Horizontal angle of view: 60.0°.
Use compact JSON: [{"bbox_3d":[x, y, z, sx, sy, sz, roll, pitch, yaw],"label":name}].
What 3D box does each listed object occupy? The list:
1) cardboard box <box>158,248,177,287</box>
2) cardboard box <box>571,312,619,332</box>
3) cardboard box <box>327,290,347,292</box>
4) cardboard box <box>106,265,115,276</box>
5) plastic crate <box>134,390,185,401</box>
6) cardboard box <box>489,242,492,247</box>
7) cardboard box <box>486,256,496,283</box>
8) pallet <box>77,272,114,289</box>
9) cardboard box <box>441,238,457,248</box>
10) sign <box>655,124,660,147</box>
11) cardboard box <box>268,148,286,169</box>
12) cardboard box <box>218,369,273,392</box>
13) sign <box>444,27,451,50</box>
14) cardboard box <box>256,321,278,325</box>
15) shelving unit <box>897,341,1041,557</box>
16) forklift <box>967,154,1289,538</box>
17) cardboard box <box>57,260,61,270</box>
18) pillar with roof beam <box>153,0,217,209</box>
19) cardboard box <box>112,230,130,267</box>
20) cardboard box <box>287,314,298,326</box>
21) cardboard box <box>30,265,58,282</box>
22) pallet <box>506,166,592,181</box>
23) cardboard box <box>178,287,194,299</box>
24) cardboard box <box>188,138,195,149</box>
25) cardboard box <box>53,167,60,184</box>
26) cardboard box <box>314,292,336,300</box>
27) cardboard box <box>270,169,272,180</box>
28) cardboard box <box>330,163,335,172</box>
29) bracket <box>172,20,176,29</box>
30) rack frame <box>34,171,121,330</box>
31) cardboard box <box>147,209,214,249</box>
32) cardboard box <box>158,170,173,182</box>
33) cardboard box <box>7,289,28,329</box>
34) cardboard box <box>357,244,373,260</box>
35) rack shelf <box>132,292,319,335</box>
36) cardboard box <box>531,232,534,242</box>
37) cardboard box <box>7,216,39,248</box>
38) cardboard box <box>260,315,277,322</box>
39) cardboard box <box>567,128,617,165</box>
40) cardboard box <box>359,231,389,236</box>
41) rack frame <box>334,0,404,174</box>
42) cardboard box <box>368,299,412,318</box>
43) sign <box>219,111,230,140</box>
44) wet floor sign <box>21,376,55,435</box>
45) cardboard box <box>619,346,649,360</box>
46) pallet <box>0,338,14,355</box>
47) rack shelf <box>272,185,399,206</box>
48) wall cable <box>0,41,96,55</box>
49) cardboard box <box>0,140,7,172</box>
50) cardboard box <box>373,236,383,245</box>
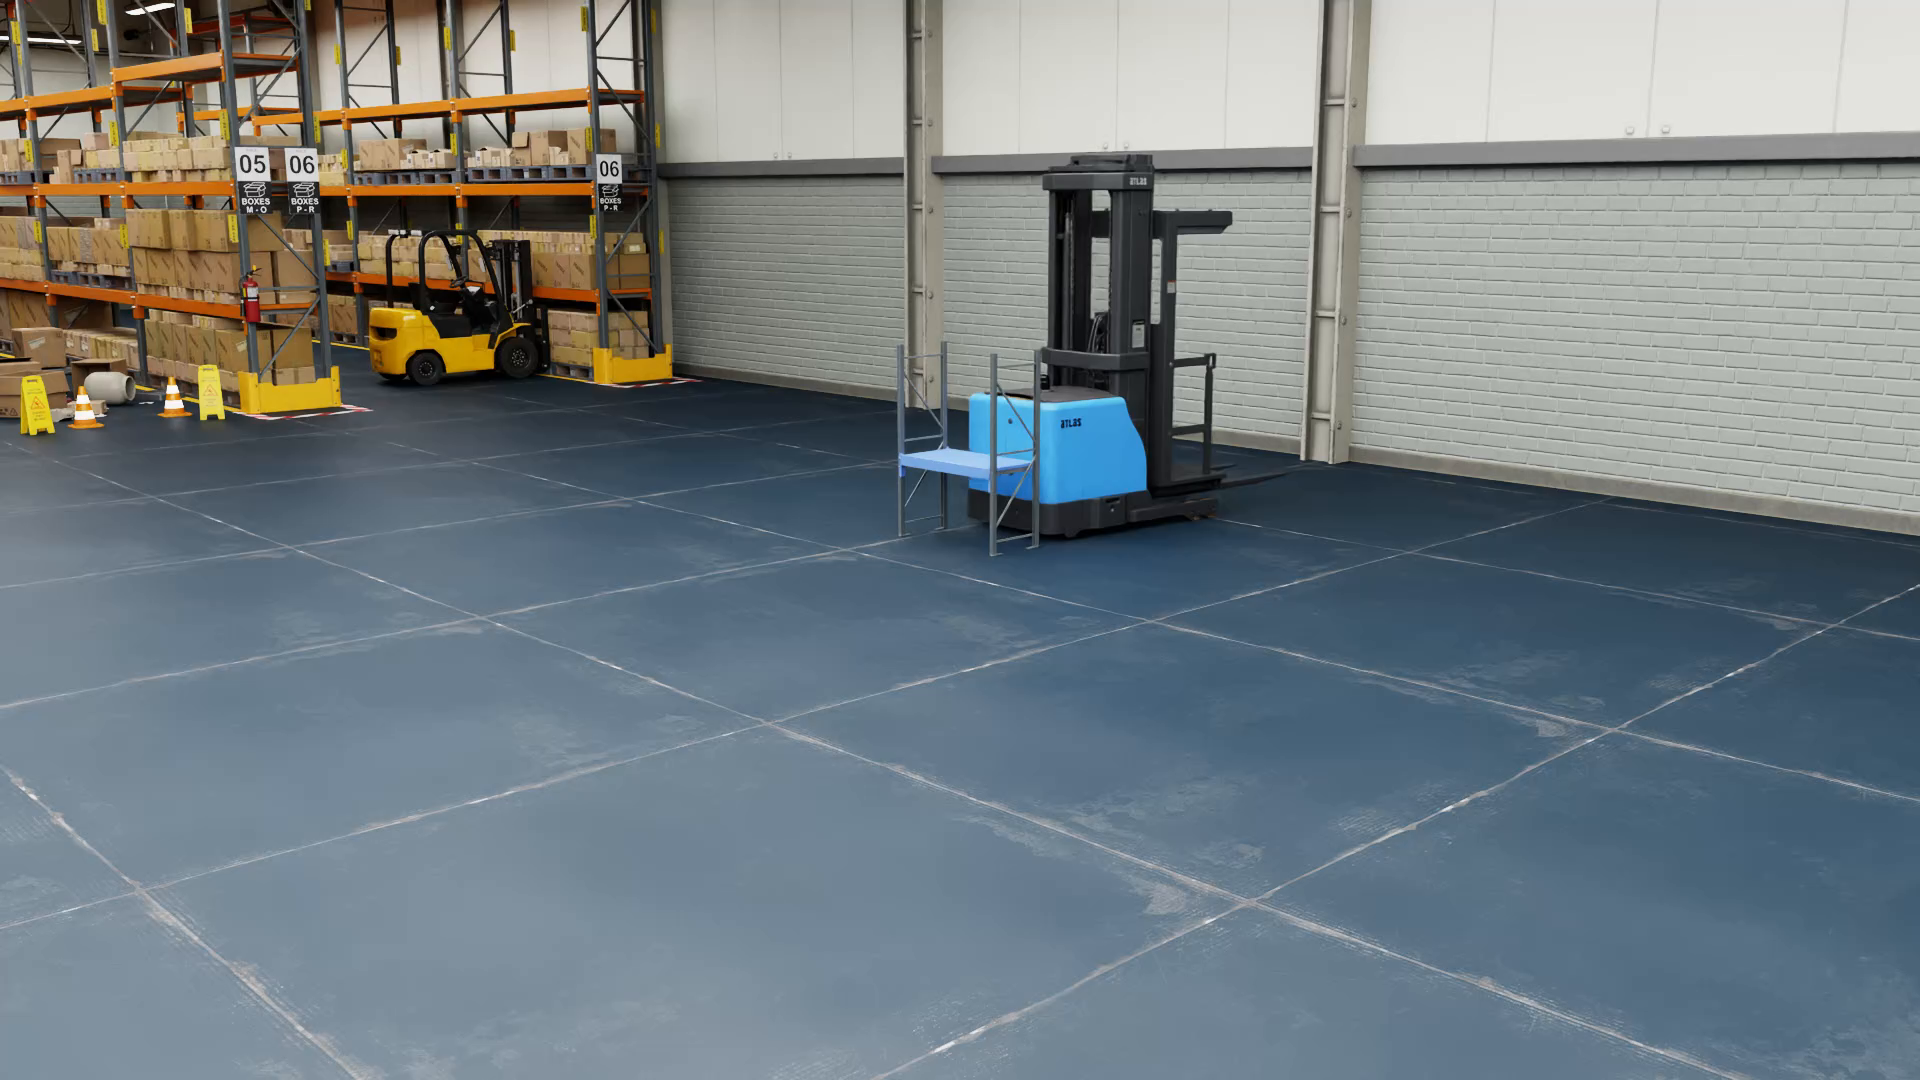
[{"bbox_3d":[-10.311,-3.640,22.158,0.500,0.500,0.500,-11,16,-43],"label":"cardboard box"},{"bbox_3d":[-5.308,-3.174,24.179,0.500,0.250,0.500,-10,15,-41],"label":"cardboard box"},{"bbox_3d":[-11.882,-4.685,31.765,0.380,0.149,0.250,-10,16,-41],"label":"cardboard box"},{"bbox_3d":[-12.043,-3.886,23.921,0.380,0.149,0.250,-11,16,-43],"label":"cardboard box"},{"bbox_3d":[-10.623,-1.920,22.031,0.583,0.080,0.402,6,13,26],"label":"plastic crate"},{"bbox_3d":[-7.117,-4.597,25.936,0.380,0.149,0.250,-11,16,-43],"label":"cardboard box"},{"bbox_3d":[-7.038,-4.259,25.904,0.500,0.500,0.500,-11,16,-42],"label":"cardboard box"},{"bbox_3d":[-12.480,-3.900,24.881,1.003,0.211,1.213,-11,16,-43],"label":"pallet"},{"bbox_3d":[-8.246,-4.849,27.159,0.380,0.149,0.250,-11,16,-43],"label":"cardboard box"},{"bbox_3d":[-4.359,-5.814,23.902,0.100,0.325,0.005,-11,16,-43],"label":"sign"},{"bbox_3d":[-8.507,-4.761,20.788,0.500,0.250,0.500,-11,16,-44],"label":"cardboard box"},{"bbox_3d":[-9.122,-2.052,21.212,0.500,0.250,0.500,-11,16,-43],"label":"cardboard box"},{"bbox_3d":[-7.911,-7.742,25.680,0.100,0.325,0.005,-11,16,-43],"label":"sign"},{"bbox_3d":[-9.431,-2.645,22.232,0.500,0.500,0.500,-10,16,-41],"label":"cardboard box"},{"bbox_3d":[0.059,-0.722,12.700,0.538,1.500,1.048,-11,16,-43],"label":"shelving unit"},{"bbox_3d":[1.523,-1.670,13.752,3.031,2.935,1.130,-9,15,-38],"label":"forklift"},{"bbox_3d":[-13.787,-4.286,25.864,0.250,0.149,0.380,11,16,42],"label":"cardboard box"},{"bbox_3d":[-20.138,-8.994,34.266,9.100,9.000,0.548,-11,16,-43],"label":"pillar with roof beam"},{"bbox_3d":[-11.600,-4.129,23.493,0.500,0.500,0.500,-11,16,-44],"label":"cardboard box"},{"bbox_3d":[-12.506,-4.356,31.774,0.500,0.500,0.500,-11,16,-43],"label":"cardboard box"},{"bbox_3d":[-14.414,-4.241,26.434,0.500,0.250,0.500,11,16,43],"label":"cardboard box"},{"bbox_3d":[-6.081,-5.512,25.019,1.003,0.211,1.213,-11,16,-43],"label":"pallet"},{"bbox_3d":[-10.058,-3.258,21.916,0.380,0.149,0.250,-11,16,-43],"label":"cardboard box"},{"bbox_3d":[-9.603,-5.055,21.224,0.250,0.149,0.380,11,16,44],"label":"cardboard box"},{"bbox_3d":[-13.606,-5.573,25.428,0.396,0.266,0.258,-11,16,-43],"label":"cardboard box"},{"bbox_3d":[-11.842,-4.545,31.086,0.380,0.149,0.250,-11,16,-42],"label":"cardboard box"},{"bbox_3d":[-8.592,-4.575,20.872,0.250,0.149,0.380,11,16,43],"label":"cardboard box"},{"bbox_3d":[-11.036,-6.661,29.757,0.380,0.149,0.250,-10,16,-41],"label":"cardboard box"},{"bbox_3d":[-16.994,-11.247,36.280,0.235,0.232,0.430,-11,16,-43],"label":"bracket"},{"bbox_3d":[-13.877,-4.277,26.237,1.000,3.000,0.127,-11,16,-43],"label":"rack frame"},{"bbox_3d":[-10.303,-4.128,22.053,0.700,0.500,0.500,-11,16,-44],"label":"cardboard box"},{"bbox_3d":[-10.250,-4.759,21.766,0.380,0.149,0.250,-11,16,-44],"label":"cardboard box"},{"bbox_3d":[-15.524,-3.816,28.222,0.875,0.875,0.875,-10,15,-41],"label":"cardboard box"},{"bbox_3d":[-10.178,-5.038,29.065,0.500,0.250,0.500,-11,16,-43],"label":"cardboard box"},{"bbox_3d":[-9.733,-3.049,22.059,1.077,0.370,4.000,-11,16,-43],"label":"rack shelf"},{"bbox_3d":[-6.228,-4.560,25.018,0.380,0.149,0.250,-11,16,-42],"label":"cardboard box"},{"bbox_3d":[-15.122,-5.002,27.029,0.500,0.500,0.500,-11,16,-43],"label":"cardboard box"},{"bbox_3d":[-13.649,-4.403,32.871,0.250,0.149,0.380,11,16,43],"label":"cardboard box"},{"bbox_3d":[-5.247,-5.605,23.713,0.500,0.500,0.500,-10,15,-41],"label":"cardboard box"},{"bbox_3d":[-10.532,-5.321,30.014,0.500,0.500,0.500,-10,15,-40],"label":"cardboard box"},{"bbox_3d":[-10.289,-7.907,28.991,1.000,3.000,0.127,-11,16,-43],"label":"rack frame"},{"bbox_3d":[-9.869,-3.919,29.343,0.875,0.625,0.625,-10,15,-41],"label":"cardboard box"},{"bbox_3d":[-8.767,-4.938,19.816,0.100,0.325,0.005,-11,16,-43],"label":"sign"},{"bbox_3d":[-10.411,-1.523,18.706,0.232,0.644,0.267,8,14,35],"label":"wet floor sign"},{"bbox_3d":[-4.963,-2.759,24.645,0.500,0.250,0.500,-11,16,-42],"label":"cardboard box"},{"bbox_3d":[-16.052,-3.393,28.856,1.003,0.211,1.213,-11,16,-43],"label":"pallet"},{"bbox_3d":[-11.671,-6.378,30.783,1.077,0.370,4.000,-11,16,-43],"label":"rack shelf"},{"bbox_3d":[-20.947,-9.679,37.498,2.988,3.039,0.133,-11,16,-43],"label":"wall cable"},{"bbox_3d":[-15.304,-6.217,26.934,0.500,0.500,0.500,-11,16,-42],"label":"cardboard box"},{"bbox_3d":[-9.901,-5.175,28.743,0.380,0.149,0.250,-10,16,-41],"label":"cardboard box"}]
